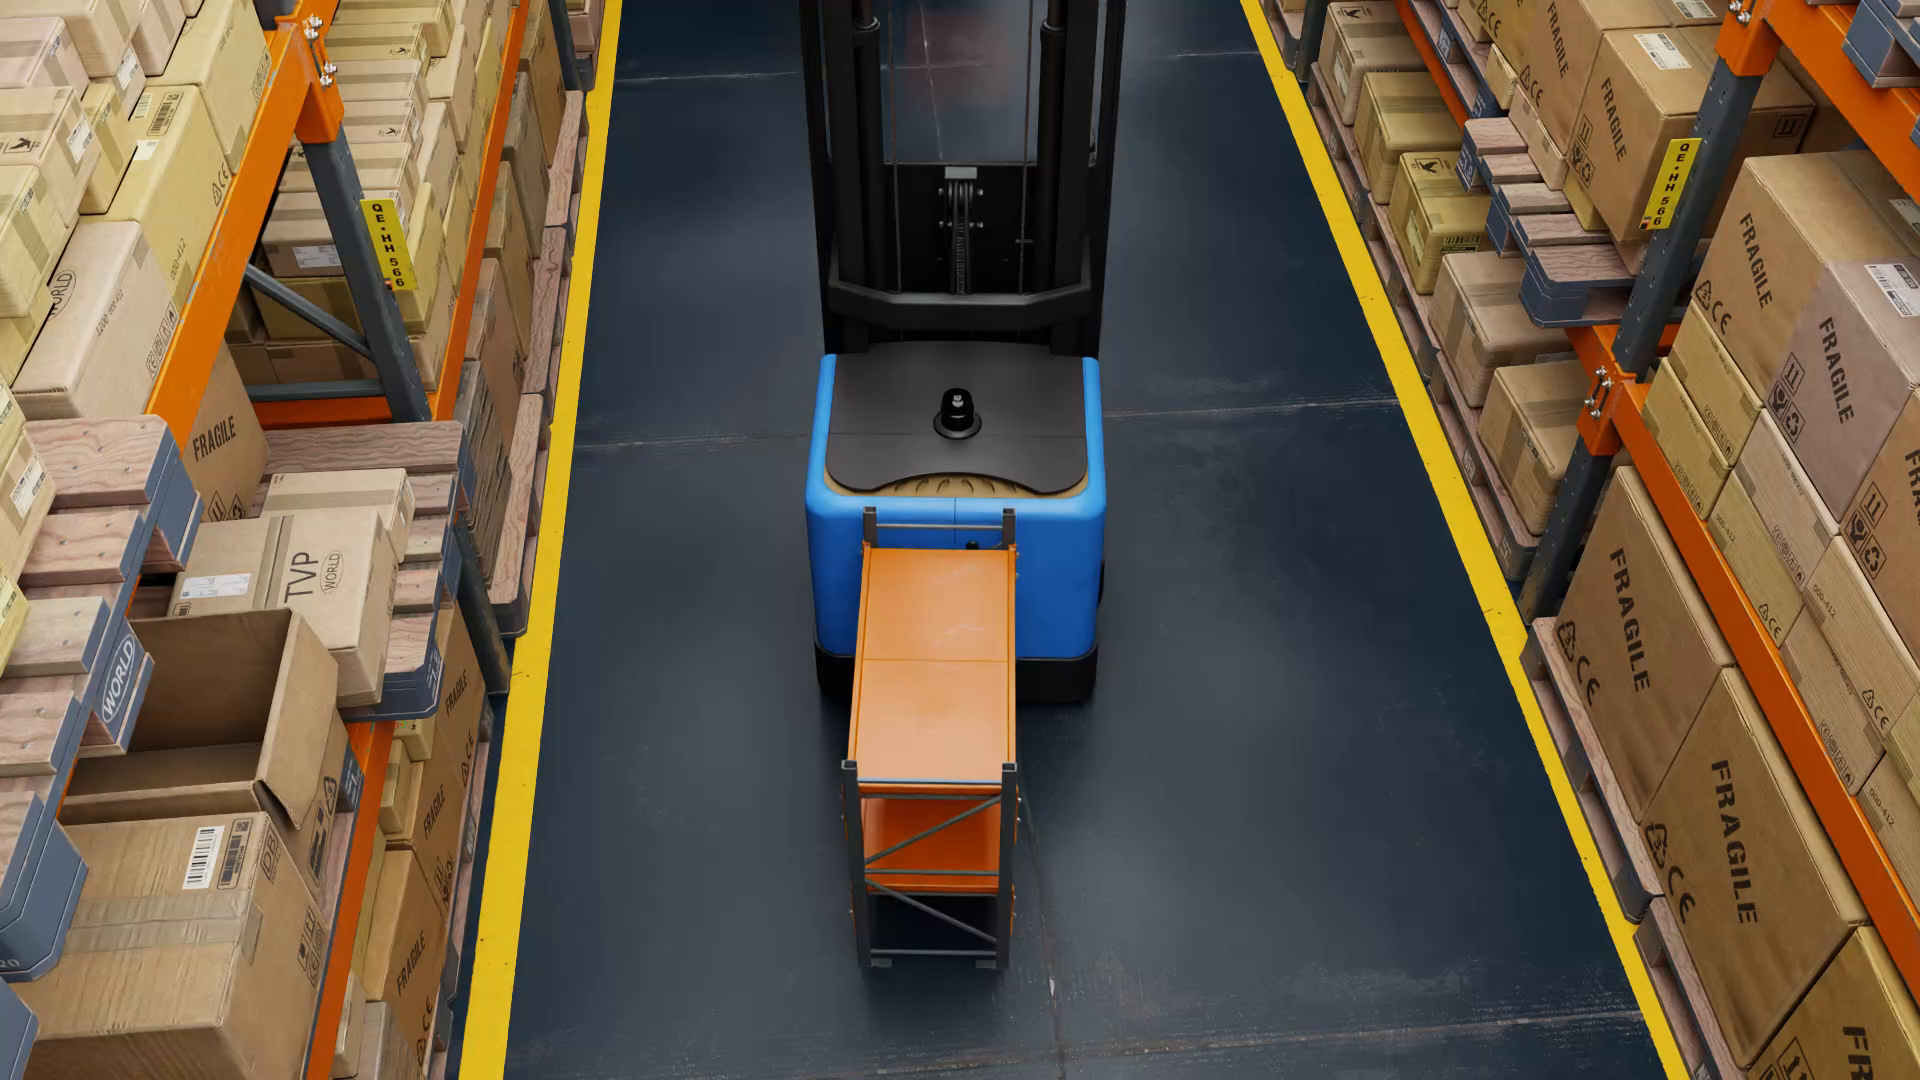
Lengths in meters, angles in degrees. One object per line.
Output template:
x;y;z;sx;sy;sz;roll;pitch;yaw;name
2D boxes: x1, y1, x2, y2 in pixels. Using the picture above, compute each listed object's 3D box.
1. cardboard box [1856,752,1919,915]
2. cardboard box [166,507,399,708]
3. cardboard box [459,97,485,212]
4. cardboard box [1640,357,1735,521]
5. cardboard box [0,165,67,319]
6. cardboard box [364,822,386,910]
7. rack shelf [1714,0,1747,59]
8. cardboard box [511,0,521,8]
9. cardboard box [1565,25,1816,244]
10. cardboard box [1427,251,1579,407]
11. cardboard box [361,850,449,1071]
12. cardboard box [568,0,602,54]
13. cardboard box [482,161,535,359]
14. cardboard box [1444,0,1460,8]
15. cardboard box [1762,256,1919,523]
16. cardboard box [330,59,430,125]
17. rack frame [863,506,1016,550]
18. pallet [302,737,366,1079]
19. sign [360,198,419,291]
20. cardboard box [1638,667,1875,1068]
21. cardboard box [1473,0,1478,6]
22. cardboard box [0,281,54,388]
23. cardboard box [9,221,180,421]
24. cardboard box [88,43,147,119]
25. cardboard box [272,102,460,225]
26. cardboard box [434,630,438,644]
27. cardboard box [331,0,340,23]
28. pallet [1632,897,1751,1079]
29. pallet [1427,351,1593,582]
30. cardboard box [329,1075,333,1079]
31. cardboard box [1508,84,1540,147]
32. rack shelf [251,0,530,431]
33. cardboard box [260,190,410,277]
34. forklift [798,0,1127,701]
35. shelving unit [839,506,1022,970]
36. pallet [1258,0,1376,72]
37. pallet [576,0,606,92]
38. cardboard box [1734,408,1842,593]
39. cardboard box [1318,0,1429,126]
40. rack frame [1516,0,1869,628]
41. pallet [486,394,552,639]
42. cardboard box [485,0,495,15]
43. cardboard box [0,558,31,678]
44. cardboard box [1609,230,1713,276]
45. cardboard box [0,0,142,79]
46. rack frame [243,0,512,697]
2.658;0.768;4.197;0.500;0.250;0.500;-3;47;-3;cardboard box
-1.811;0.195;4.450;0.500;0.250;0.500;-5;47;-5;cardboard box
-2.102;-1.477;6.322;0.500;0.250;0.500;-5;47;-5;cardboard box
2.515;-0.339;5.245;0.500;0.250;0.500;-4;47;-4;cardboard box
-1.789;-0.506;2.857;0.380;0.149;0.250;-3;47;-3;cardboard box
-1.919;0.961;4.896;0.380;0.149;0.250;-2;47;-2;cardboard box
2.557;-2.991;6.083;1.077;0.370;4.000;-3;47;-3;rack shelf
-2.206;-2.586;7.373;0.500;0.250;0.500;-4;47;-4;cardboard box
2.409;-1.353;5.539;0.500;0.500;0.500;-5;47;-4;cardboard box
2.617;-0.944;7.235;0.950;0.372;0.625;-4;47;-4;cardboard box
-1.894;1.293;5.028;0.500;0.500;0.500;-2;47;-2;cardboard box
-2.267;-2.919;9.190;0.500;0.250;0.500;-3;47;-3;cardboard box
-2.379;-1.195;7.299;0.875;0.625;0.625;-5;47;-5;cardboard box
2.202;-2.349;6.929;0.380;0.149;0.250;-2;47;-2;cardboard box
2.573;-0.409;4.450;0.500;0.500;0.500;-3;47;-3;cardboard box
-2.060;-1.528;5.752;0.380;0.149;0.250;-3;47;-3;cardboard box
-0.068;0.290;5.837;0.500;1.125;0.032;1;47;1;rack frame
-2.054;1.017;3.990;1.003;0.211;1.213;-3;47;-3;pallet
-1.681;-0.867;4.899;0.100;0.325;0.005;-3;47;-3;sign
2.770;0.976;5.070;0.875;0.875;0.875;-3;47;-3;cardboard box
2.267;-2.487;6.613;0.500;0.500;0.500;-5;47;-5;cardboard box
-1.870;-0.399;2.961;0.380;0.149;0.250;-2;47;-2;cardboard box
-1.852;-0.354;3.193;0.500;0.250;0.500;-3;47;-3;cardboard box
-1.953;-0.951;3.484;0.380;0.149;0.250;-3;47;-2;cardboard box
-2.056;-1.275;5.787;0.500;0.250;0.500;-2;47;-2;cardboard box
-1.928;0.378;5.448;0.380;0.149;0.250;-6;47;-5;cardboard box
-2.191;-2.077;6.272;0.380;0.149;0.250;-3;47;-3;cardboard box
2.814;1.654;5.175;1.003;0.211;1.213;-3;47;-3;pallet
2.661;-0.367;7.089;1.003;0.211;1.213;-3;47;-3;pallet
-1.875;1.520;4.367;0.380;0.149;0.250;-3;47;-3;cardboard box
2.289;-1.593;6.213;0.380;0.149;0.250;-5;47;-5;cardboard box
-2.389;-1.656;6.884;1.077;0.370;4.000;-3;47;-3;rack shelf
-1.955;-0.962;5.216;0.380;0.149;0.250;-2;47;-2;cardboard box
0.012;-1.461;6.251;1.130;2.935;3.031;1;47;1;forklift
-0.077;0.659;5.487;0.538;1.125;1.048;1;47;1;shelving unit
2.298;-3.179;9.752;1.003;0.211;1.213;-3;47;-3;pallet
-2.581;-2.969;9.553;1.003;0.211;1.213;-3;47;-3;pallet
2.563;-0.125;4.698;0.500;0.250;0.500;-2;47;-2;cardboard box
2.436;-2.516;8.724;0.950;0.372;0.625;-3;47;-3;cardboard box
2.725;-0.760;5.541;1.000;3.000;0.127;-3;47;-3;rack frame
-2.251;-0.095;6.831;1.003;0.211;1.213;-3;47;-3;pallet
-2.173;-2.389;6.842;0.500;0.250;0.500;-3;47;-3;cardboard box
-1.615;0.151;2.427;0.380;0.149;0.250;-2;47;-2;cardboard box
2.463;-1.041;5.691;0.380;0.149;0.250;-2;47;-2;cardboard box
-1.908;-1.059;3.381;0.380;0.149;0.250;-5;47;-5;cardboard box
-2.221;-0.456;5.252;1.000;3.000;0.127;-3;47;-3;rack frame
